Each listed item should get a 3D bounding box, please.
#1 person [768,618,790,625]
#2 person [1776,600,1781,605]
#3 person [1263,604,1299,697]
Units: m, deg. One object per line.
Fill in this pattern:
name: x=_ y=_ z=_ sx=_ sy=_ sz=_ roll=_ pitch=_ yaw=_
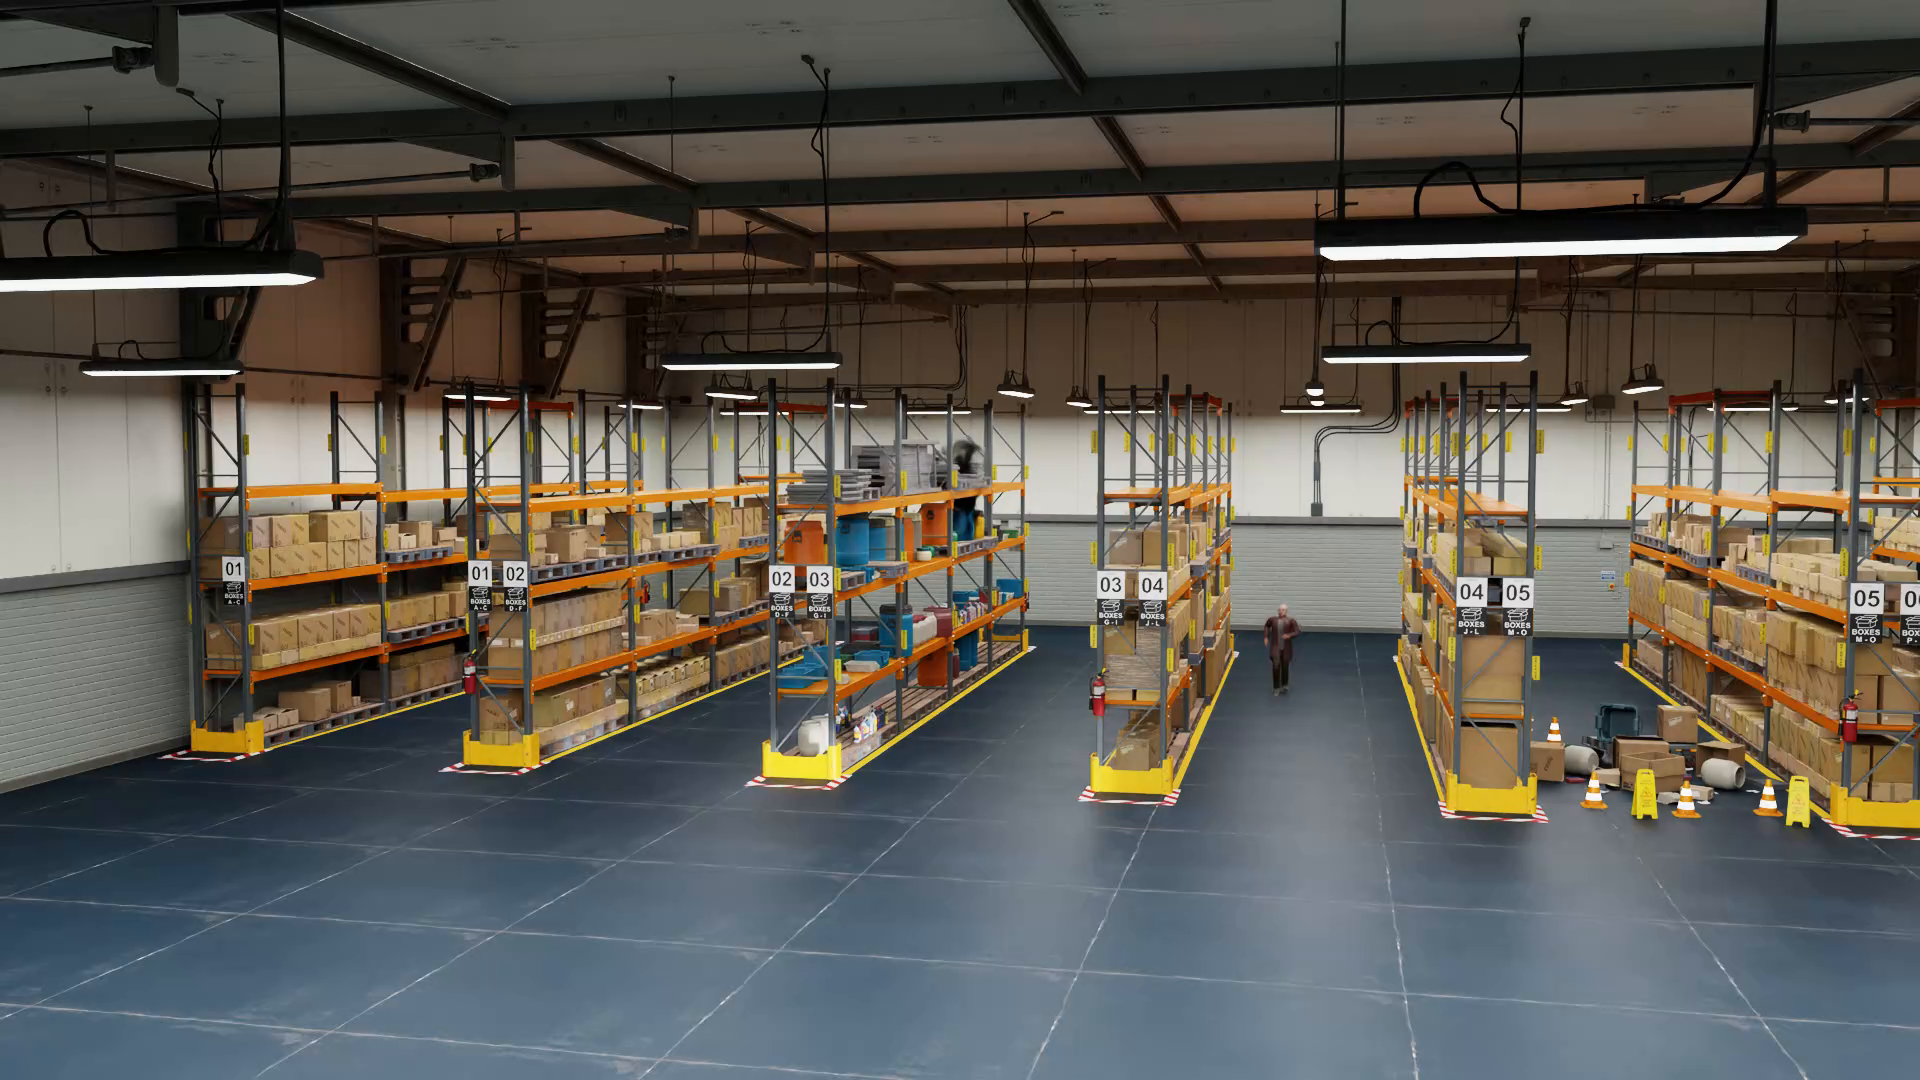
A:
person: x=-4.788 y=1.672 z=44.027 sx=0.782 sy=1.676 sz=0.522 roll=2 pitch=4 yaw=36
person: x=19.231 y=2.078 z=39.137 sx=0.651 sy=1.480 sz=0.511 roll=0 pitch=3 yaw=2
person: x=6.447 y=2.216 z=33.393 sx=0.718 sy=1.863 sz=0.852 roll=1 pitch=3 yaw=11
